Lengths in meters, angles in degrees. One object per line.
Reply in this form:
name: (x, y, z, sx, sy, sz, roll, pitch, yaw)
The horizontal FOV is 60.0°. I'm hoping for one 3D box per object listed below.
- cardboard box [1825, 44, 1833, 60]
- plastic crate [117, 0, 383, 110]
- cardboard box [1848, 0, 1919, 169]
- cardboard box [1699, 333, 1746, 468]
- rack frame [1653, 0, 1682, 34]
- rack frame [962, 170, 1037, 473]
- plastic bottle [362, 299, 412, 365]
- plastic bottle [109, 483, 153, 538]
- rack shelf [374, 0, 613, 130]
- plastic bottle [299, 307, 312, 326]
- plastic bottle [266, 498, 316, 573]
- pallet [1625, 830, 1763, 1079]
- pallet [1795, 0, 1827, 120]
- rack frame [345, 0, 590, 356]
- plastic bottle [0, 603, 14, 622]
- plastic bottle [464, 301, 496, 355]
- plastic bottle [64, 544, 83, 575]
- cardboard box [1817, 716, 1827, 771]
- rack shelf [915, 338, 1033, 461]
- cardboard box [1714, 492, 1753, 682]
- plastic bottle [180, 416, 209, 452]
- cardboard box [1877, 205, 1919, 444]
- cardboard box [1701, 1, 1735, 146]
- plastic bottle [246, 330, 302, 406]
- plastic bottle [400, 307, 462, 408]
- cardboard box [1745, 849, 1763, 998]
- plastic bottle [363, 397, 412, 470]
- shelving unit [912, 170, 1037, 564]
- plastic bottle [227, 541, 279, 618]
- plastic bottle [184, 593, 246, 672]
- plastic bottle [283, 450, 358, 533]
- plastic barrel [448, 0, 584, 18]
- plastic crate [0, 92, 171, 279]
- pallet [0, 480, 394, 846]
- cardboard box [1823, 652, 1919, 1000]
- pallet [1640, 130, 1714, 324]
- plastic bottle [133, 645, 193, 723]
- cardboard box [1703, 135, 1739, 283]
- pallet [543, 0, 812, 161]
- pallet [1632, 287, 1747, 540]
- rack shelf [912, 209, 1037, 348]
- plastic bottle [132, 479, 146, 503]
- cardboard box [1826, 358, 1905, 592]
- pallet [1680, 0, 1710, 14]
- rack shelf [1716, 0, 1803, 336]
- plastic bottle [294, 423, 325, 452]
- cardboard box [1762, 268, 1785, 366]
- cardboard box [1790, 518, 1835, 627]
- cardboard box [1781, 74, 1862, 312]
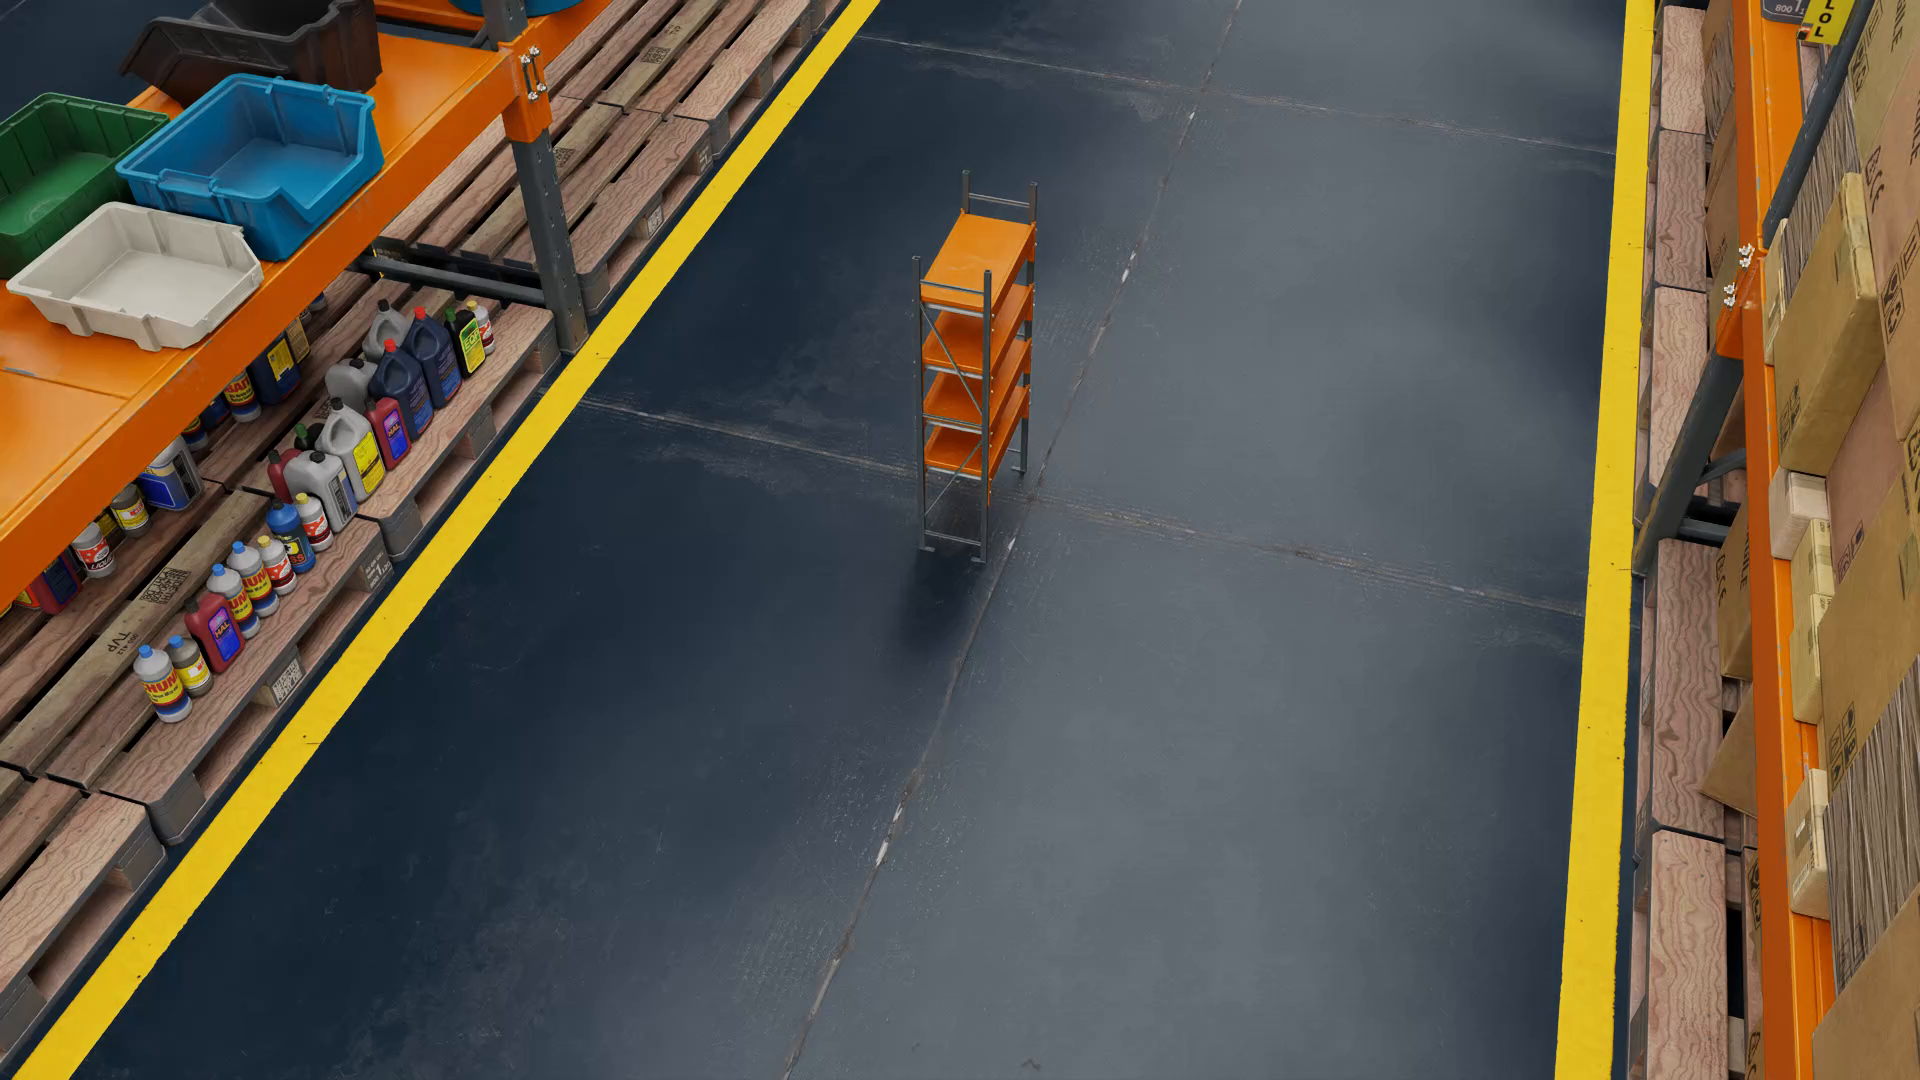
cardboard box: (3.138, -1.751, 4.665, 1.000, 1.000, 1.000, 13, 46, 13)
plastic crate: (-2.236, -1.591, 5.276, 0.767, 0.338, 0.504, 13, 46, 13)
cardboard box: (2.386, -1.139, 3.771, 0.500, 0.500, 0.500, 13, 46, 13)
cardboard box: (2.971, -0.555, 5.645, 0.700, 0.500, 0.500, 9, 45, 9)
rack frame: (3.976, -3.552, 7.236, 1.000, 3.000, 0.127, 13, 46, 13)
rack frame: (0.124, -0.702, 5.609, 0.240, 1.200, 0.015, 13, 46, 13)
plastic bottle: (-2.014, -0.686, 5.886, 0.144, 0.351, 0.185, 13, 46, 13)
plastic bottle: (-2.710, -0.113, 5.407, 0.097, 0.201, 0.097, 0, 44, 0)
rack shelf: (-1.350, -3.011, 7.197, 1.077, 0.370, 4.000, 13, 46, 13)
plastic bottle: (-2.501, -0.905, 6.216, 0.097, 0.201, 0.097, 0, 44, 0)
plastic bottle: (-2.126, -0.024, 5.266, 0.097, 0.271, 0.097, 0, 44, 0)
pallet: (2.227, 1.382, 4.187, 1.003, 0.211, 1.213, 13, 46, 13)
pallet: (3.134, -1.296, 5.067, 1.003, 0.211, 1.213, 13, 46, 13)
rack frame: (-1.956, -1.935, 5.583, 1.000, 3.000, 0.127, 13, 46, 13)
plastic bottle: (-3.011, 0.146, 5.084, 0.061, 0.283, 0.133, 14, 46, 13)
plastic bottle: (-1.769, -0.784, 6.093, 0.097, 0.201, 0.097, 0, 44, 0)
plastic bottle: (-2.885, -0.024, 5.263, 0.152, 0.276, 0.135, 11, 46, 11)
cardboard box: (1.939, 0.462, 3.313, 0.380, 0.149, 0.250, 13, 46, 13)
rack shelf: (0.050, -0.491, 5.490, 0.258, 0.148, 0.480, 13, 46, 13)
cardboard box: (2.605, 0.115, 4.974, 0.500, 0.500, 0.500, 11, 45, 11)
plastic bottle: (-2.662, -0.435, 5.686, 0.097, 0.271, 0.097, 0, 44, 0)
cardboard box: (2.084, -0.473, 3.089, 0.500, 0.500, 0.500, 13, 46, 13)
cardboard box: (3.636, -1.993, 7.115, 0.700, 0.500, 0.500, 9, 45, 9)
plastic bottle: (-2.459, -0.665, 5.864, 0.144, 0.351, 0.185, 13, 46, 13)
plastic bottle: (-1.876, -0.655, 5.854, 0.144, 0.351, 0.185, 11, 46, 11)
cardboard box: (2.326, 0.929, 4.143, 0.500, 0.500, 0.500, 9, 45, 9)
plastic bottle: (-1.944, -0.386, 5.627, 0.061, 0.283, 0.133, 15, 46, 15)
shelving unit: (0.050, -0.539, 5.443, 0.258, 1.200, 0.503, 13, 46, 13)
plastic bottle: (-2.187, 0.111, 5.128, 0.097, 0.271, 0.097, 0, 44, 0)
plastic bottle: (-2.235, 0.255, 4.972, 0.061, 0.283, 0.133, 13, 46, 13)
plastic bottle: (-2.085, -0.178, 5.420, 0.152, 0.276, 0.135, 13, 46, 13)
plastic barrel: (-1.550, -2.308, 5.605, 0.600, 0.901, 0.708, 13, 46, 13)
plastic crate: (-2.636, -1.014, 4.793, 0.450, 0.188, 0.662, 13, 46, 13)
pallet: (-2.567, 0.316, 5.276, 1.003, 0.211, 1.213, 13, 46, 13)
cardboard box: (1.975, 0.594, 2.714, 0.875, 0.500, 0.500, 13, 46, 13)
pallet: (3.366, -1.225, 6.851, 1.003, 0.211, 1.213, 13, 46, 13)
plastic bottle: (-2.321, 0.406, 4.826, 0.097, 0.271, 0.097, 0, 44, 0)
cardboard box: (3.302, -1.242, 6.347, 0.700, 0.500, 0.500, 9, 45, 9)
pallet: (-1.388, -2.286, 7.935, 1.003, 0.211, 1.213, 13, 46, 13)
pallet: (2.999, -0.409, 6.017, 1.003, 0.211, 1.213, 13, 46, 13)
rack shelf: (0.050, -0.820, 5.168, 0.258, 0.148, 0.480, 13, 46, 13)
plastic bottle: (-2.782, -0.286, 5.477, 0.144, 0.351, 0.185, 12, 46, 12)
cardboard box: (2.329, -0.061, 3.383, 0.875, 0.500, 0.500, 13, 46, 13)
pallet: (4.286, -3.065, 8.732, 1.003, 0.211, 1.213, 13, 46, 13)
rack shelf: (3.370, -1.962, 6.125, 1.077, 0.370, 4.000, 13, 46, 13)
plastic bottle: (-2.138, -0.293, 5.532, 0.061, 0.283, 0.133, 13, 46, 13)
cardboard box: (2.324, -0.553, 4.350, 0.380, 0.149, 0.250, 13, 46, 13)
cardboard box: (2.057, 0.122, 3.661, 0.380, 0.149, 0.250, 13, 46, 13)
cardboard box: (2.569, -0.741, 4.079, 0.875, 0.500, 0.500, 13, 46, 13)
